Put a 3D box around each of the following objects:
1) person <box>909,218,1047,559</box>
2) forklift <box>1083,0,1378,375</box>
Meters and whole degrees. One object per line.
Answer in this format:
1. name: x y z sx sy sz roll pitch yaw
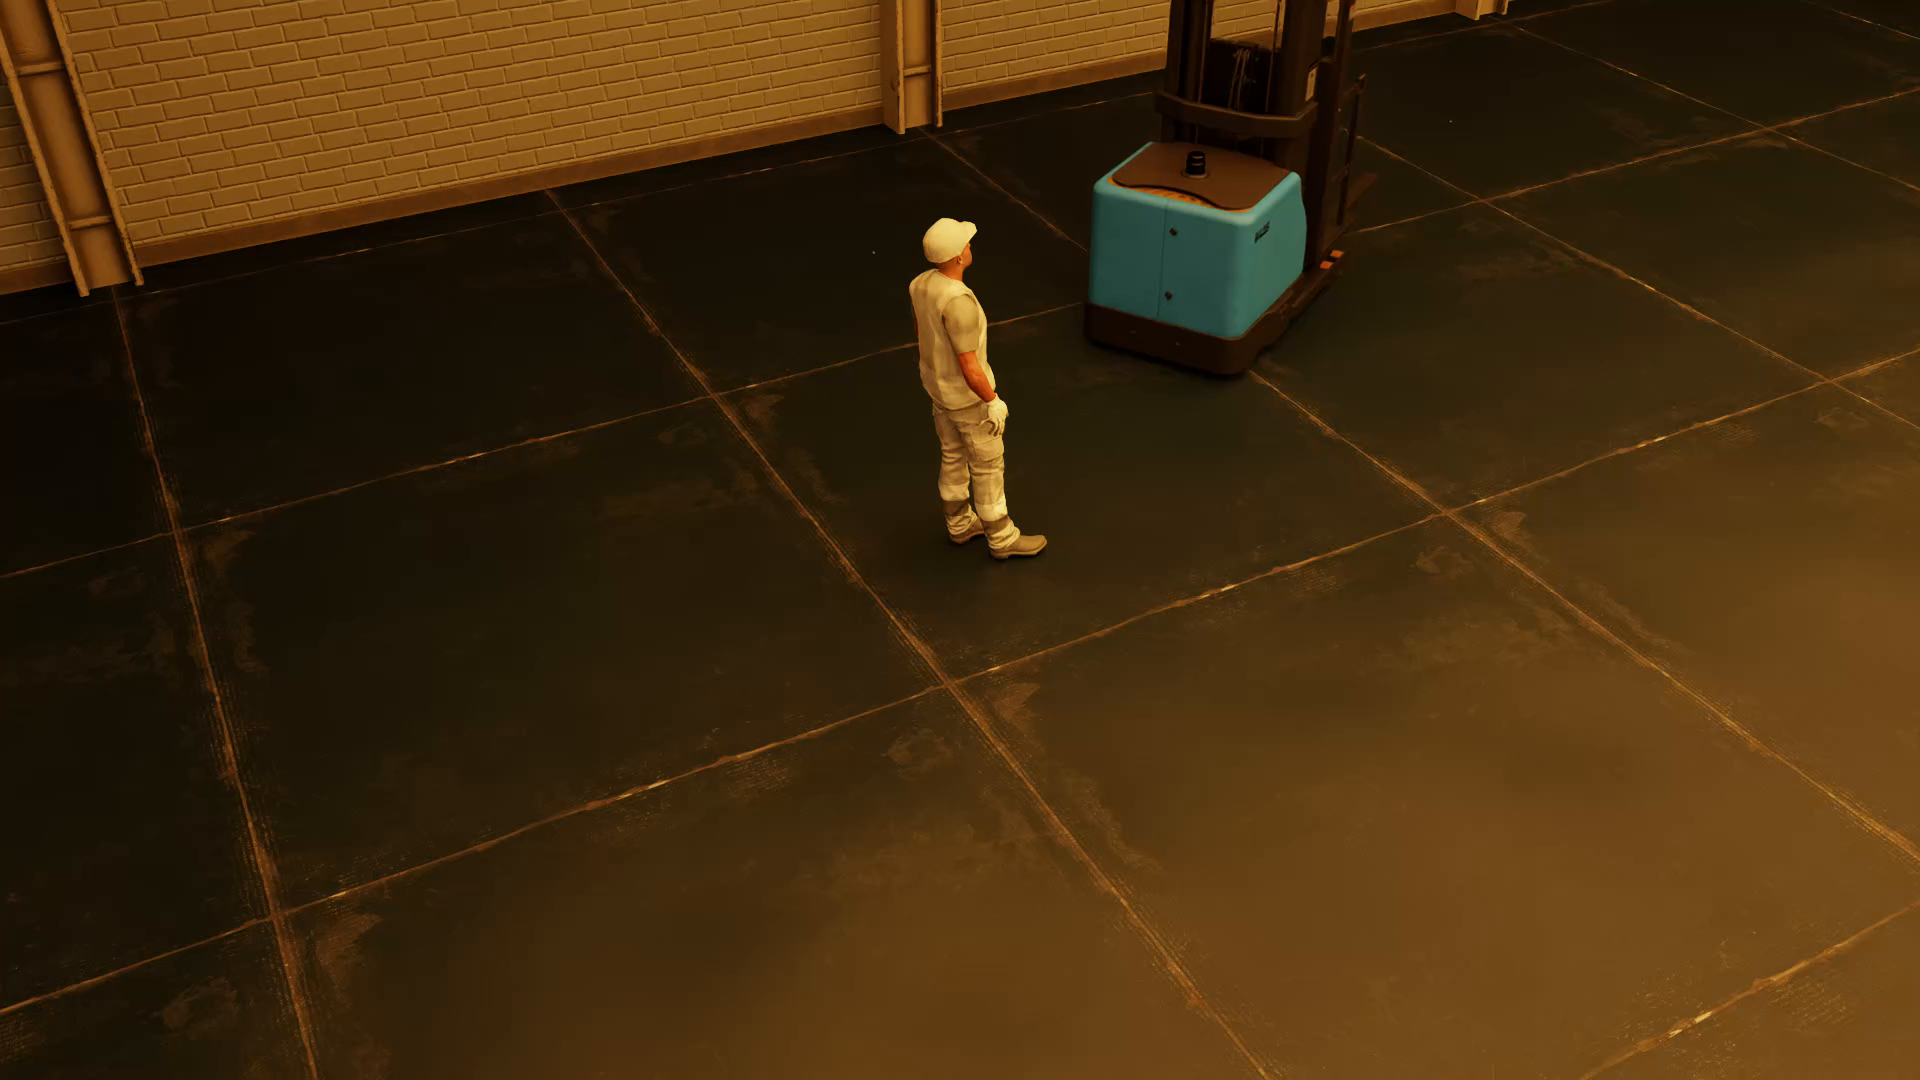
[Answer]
1. person: 0.076 -0.752 8.164 0.564 1.787 0.638 -17 39 -23
2. forklift: 1.955 -3.006 10.376 1.130 2.935 3.031 19 39 25
